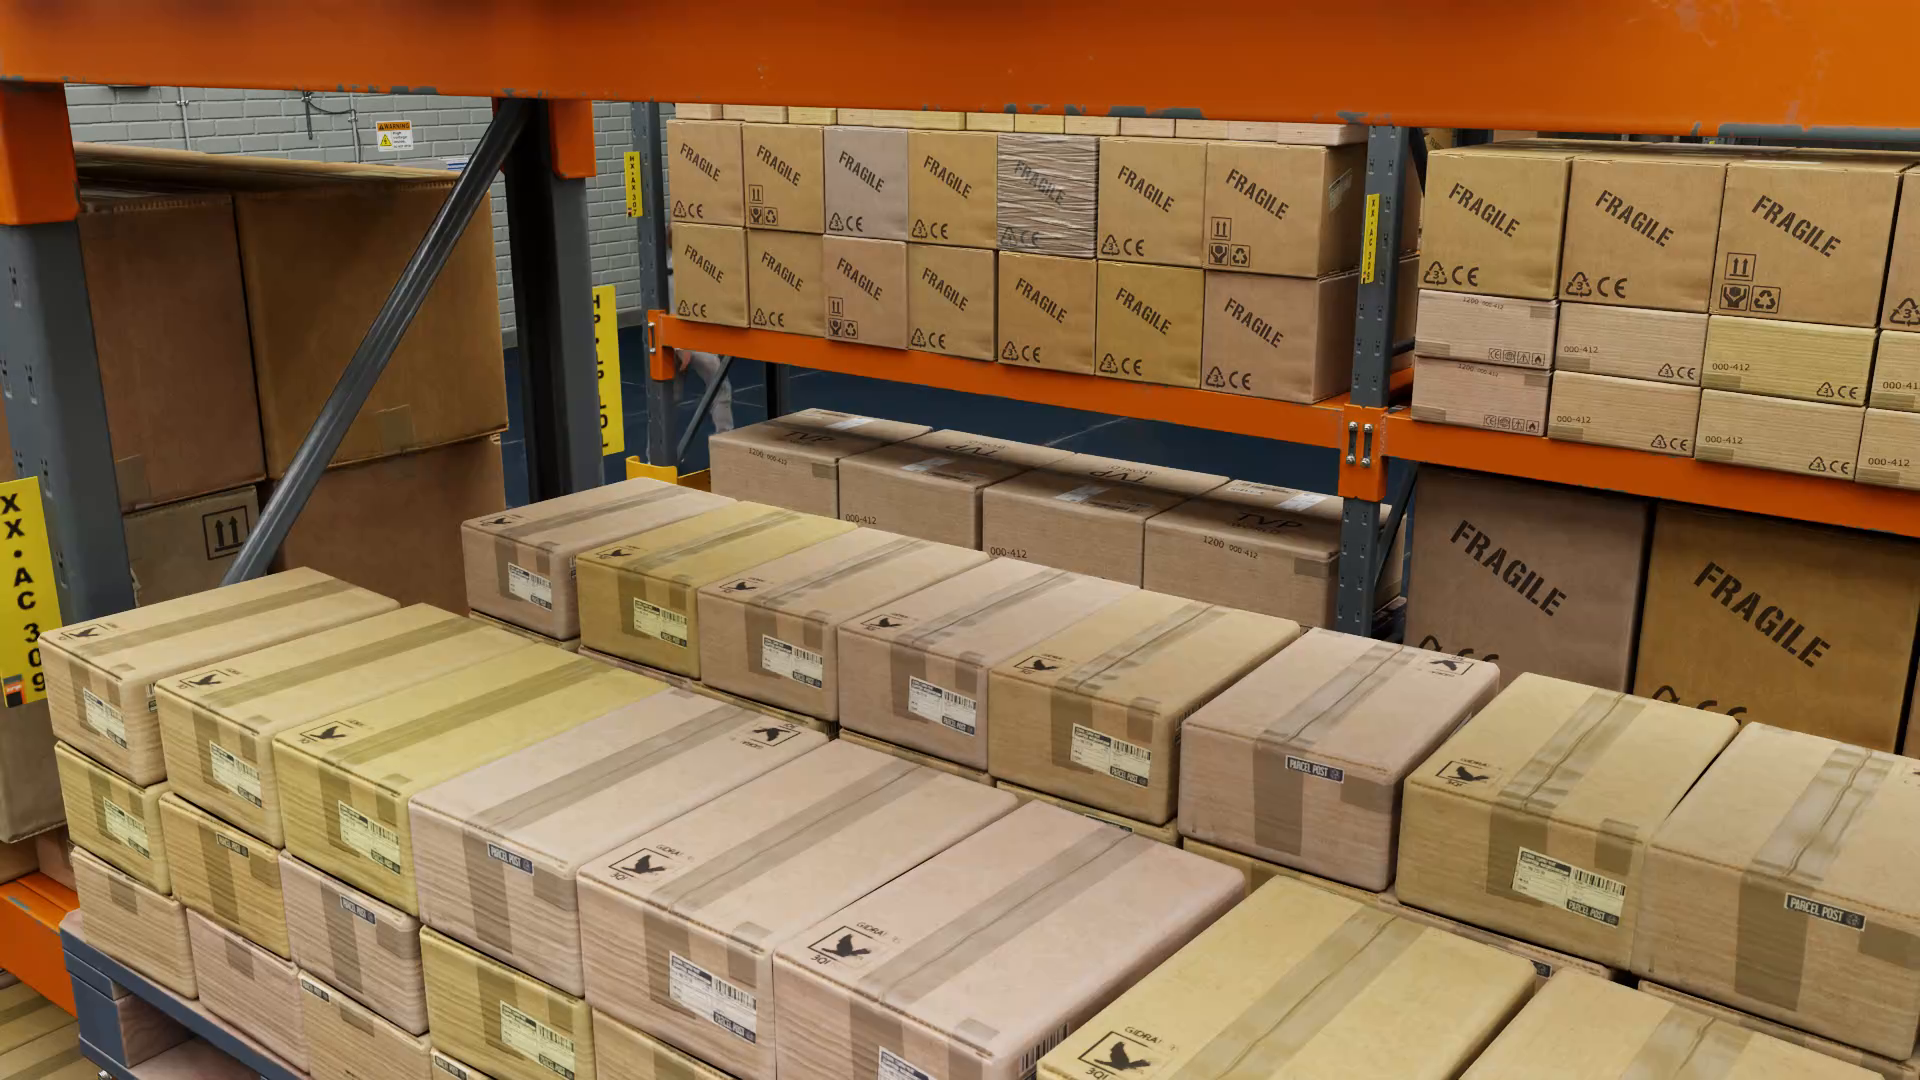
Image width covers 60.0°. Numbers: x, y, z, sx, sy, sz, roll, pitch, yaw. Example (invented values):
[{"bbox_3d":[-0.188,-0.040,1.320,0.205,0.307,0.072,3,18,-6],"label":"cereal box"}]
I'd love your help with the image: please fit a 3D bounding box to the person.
[{"bbox_3d":[-1.693,-1.222,10.610,0.716,1.626,0.415,-12,21,-34],"label":"person"}]
